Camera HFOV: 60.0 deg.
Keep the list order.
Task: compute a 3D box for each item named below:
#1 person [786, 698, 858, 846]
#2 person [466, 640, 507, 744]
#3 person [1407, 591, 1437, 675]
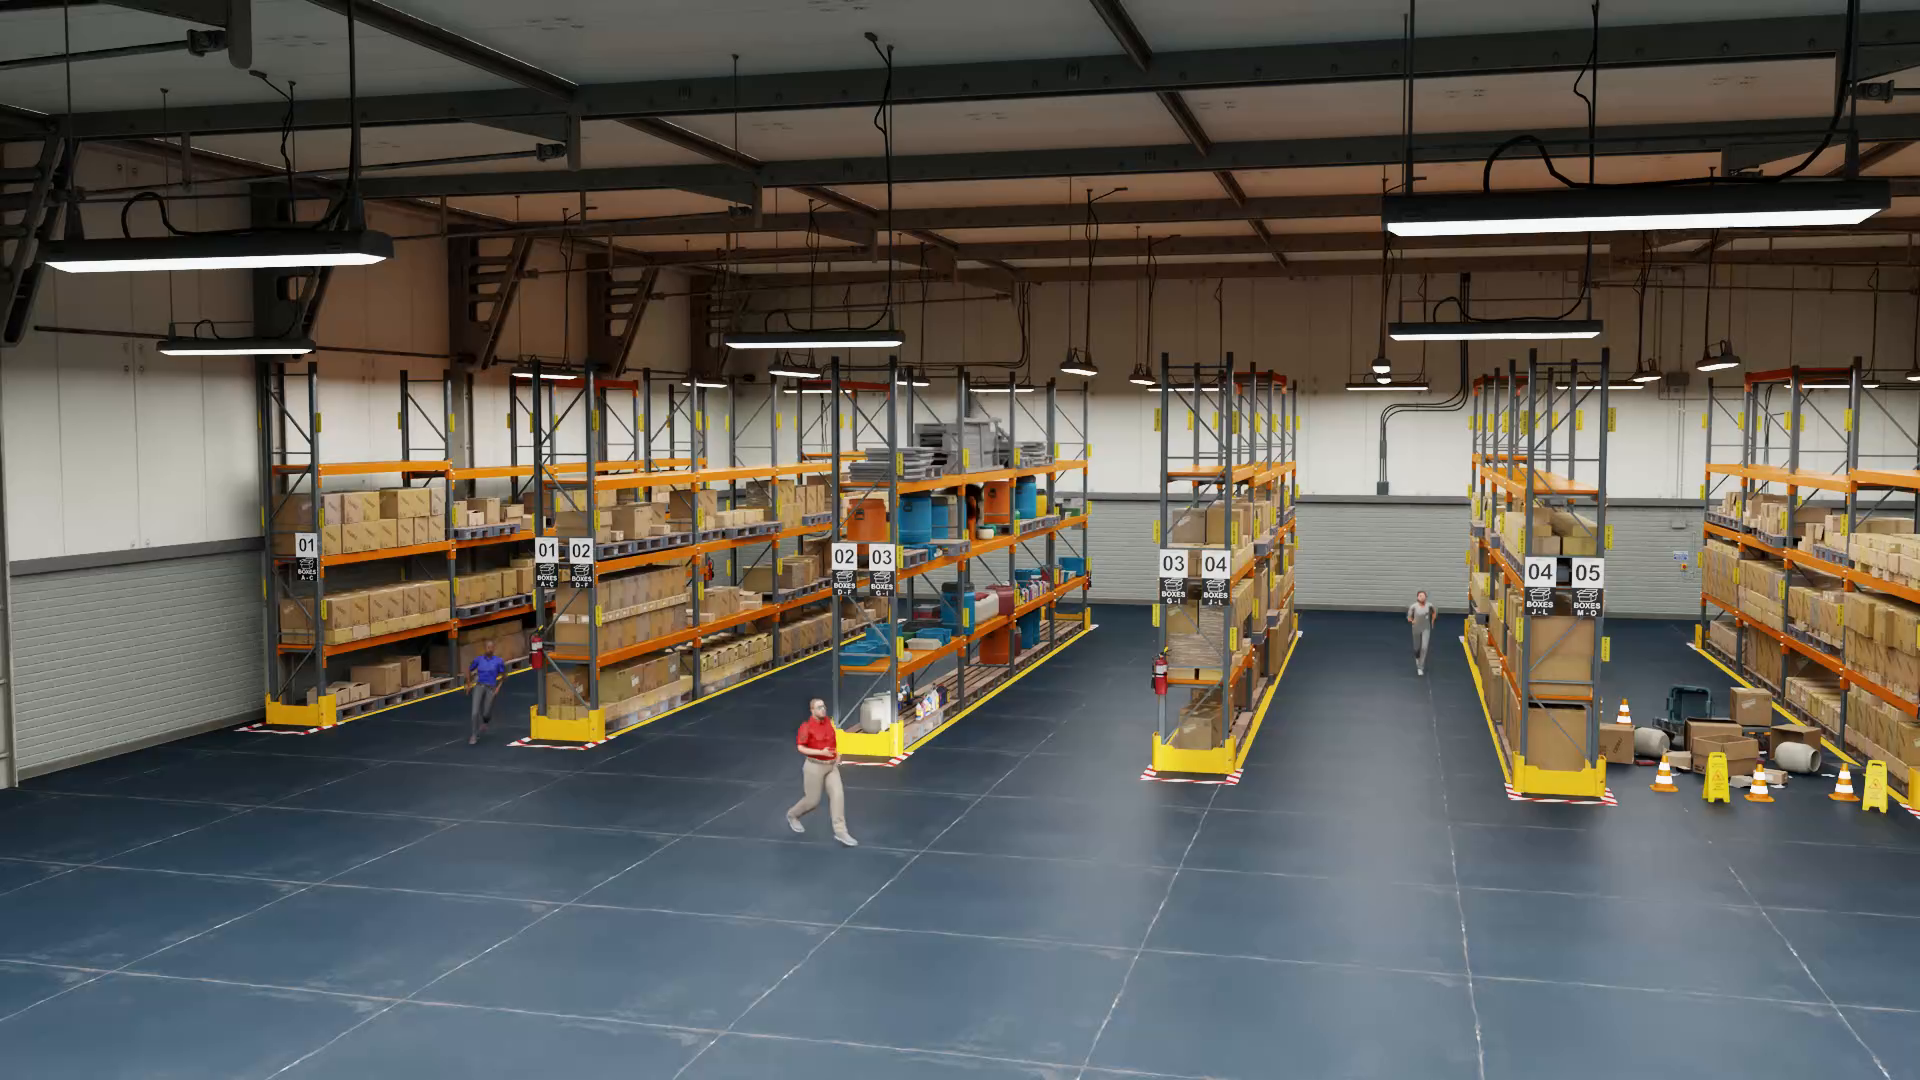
[{"bbox_3d":[-1.651,2.742,19.846,1.032,1.714,0.675,4,5,42],"label":"person"},{"bbox_3d":[-7.466,2.377,26.218,0.617,1.605,0.552,-1,4,-8],"label":"person"},{"bbox_3d":[9.278,1.847,33.424,0.577,1.683,0.868,1,4,14],"label":"person"}]
